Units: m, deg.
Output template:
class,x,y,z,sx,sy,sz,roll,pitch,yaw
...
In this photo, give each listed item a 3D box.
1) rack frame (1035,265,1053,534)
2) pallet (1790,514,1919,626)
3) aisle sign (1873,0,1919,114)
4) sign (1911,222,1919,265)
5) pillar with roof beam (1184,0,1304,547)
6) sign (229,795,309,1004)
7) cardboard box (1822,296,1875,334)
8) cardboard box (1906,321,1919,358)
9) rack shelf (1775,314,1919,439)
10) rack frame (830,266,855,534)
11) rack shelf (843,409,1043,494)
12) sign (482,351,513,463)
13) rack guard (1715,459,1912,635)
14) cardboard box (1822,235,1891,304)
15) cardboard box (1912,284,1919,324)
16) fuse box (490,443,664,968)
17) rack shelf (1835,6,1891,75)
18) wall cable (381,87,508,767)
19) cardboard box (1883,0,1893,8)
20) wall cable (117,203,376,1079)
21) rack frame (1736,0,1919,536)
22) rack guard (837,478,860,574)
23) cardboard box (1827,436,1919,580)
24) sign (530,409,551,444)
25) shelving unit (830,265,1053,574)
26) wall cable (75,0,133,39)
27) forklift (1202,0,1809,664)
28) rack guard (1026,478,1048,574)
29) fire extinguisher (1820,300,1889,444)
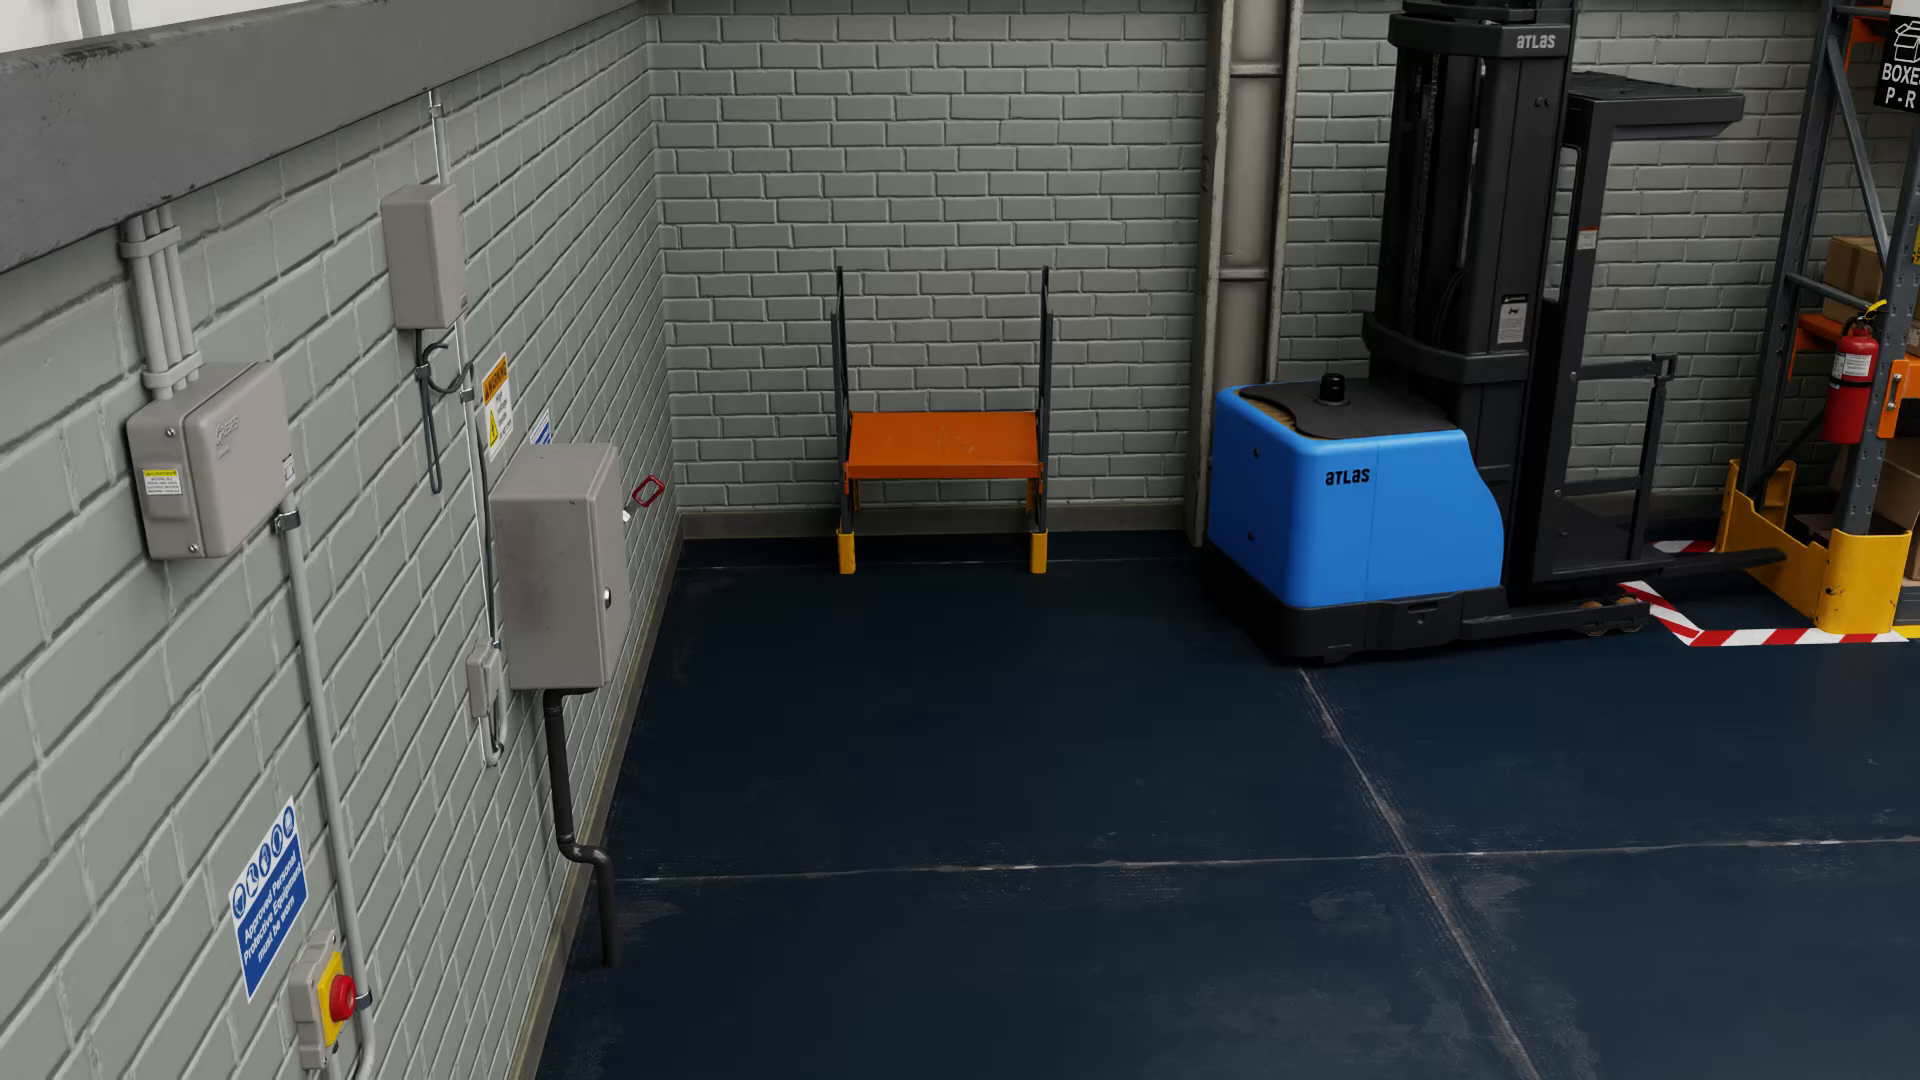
class,x,y,z,sx,sy,sz,roll,pitch,yaw
rack frame,0.424,-0.604,8.451,0.032,1.500,0.500,0,36,0
pallet,5.071,0.127,8.492,1.213,0.211,1.003,-1,21,-3
aisle sign,4.147,-2.268,7.208,0.004,0.787,0.394,-1,21,-3
sign,4.230,-1.370,7.288,0.005,0.325,0.100,-1,21,-3
pillar with roof beam,1.701,-2.698,3.561,0.400,9.000,9.100,-1,21,-3
sign,-1.201,0.620,2.898,0.001,0.218,0.327,-1,21,-3
cardboard box,4.514,-1.143,8.261,0.250,0.149,0.380,-1,21,-4
cardboard box,4.543,-0.950,7.754,0.250,0.149,0.380,-1,21,-3
rack shelf,6.196,-0.863,8.183,4.000,0.370,1.077,-1,21,-3
rack frame,-0.593,-0.602,8.450,0.032,1.500,0.500,0,36,0
rack shelf,-0.084,-0.458,8.557,1.000,0.185,0.538,0,36,0
sign,-1.320,-0.384,4.753,0.001,0.242,0.339,-1,21,-3
rack guard,4.275,0.008,8.397,0.348,0.500,1.175,-1,21,-3
cardboard box,4.643,-1.331,8.194,0.500,0.250,0.500,-1,21,-1
cardboard box,4.667,-1.141,7.695,0.500,0.250,0.500,-1,21,-3
fuse box,-1.117,0.580,5.192,0.414,1.711,0.539,-1,21,-3
rack shelf,6.196,-2.265,7.649,4.000,0.370,1.077,-1,21,-3
wall cable,-1.235,-0.251,4.136,0.122,1.984,0.588,-1,21,-3
cardboard box,4.505,-2.532,7.692,0.250,0.149,0.380,-1,21,-2
wall cable,-1.142,0.238,2.808,0.123,1.953,0.585,-1,21,-3
rack frame,4.199,-1.159,7.948,0.127,3.000,1.000,-1,21,-3
rack guard,-0.590,-0.097,8.818,0.087,0.250,0.587,0,36,0
cardboard box,4.815,-0.167,8.262,0.637,0.503,0.797,-2,21,-5
sign,-1.352,-0.149,5.429,0.001,0.494,0.329,-1,21,-3
shelving unit,-0.093,-0.603,8.451,1.083,1.500,0.587,0,36,0
wall cable,-1.177,-1.983,1.683,0.029,3.000,0.463,-1,21,-3
forklift,2.795,-1.083,7.847,3.031,2.935,1.130,-6,22,-14
rack guard,0.406,-0.099,8.819,0.087,0.250,0.587,0,36,0
fire extinguisher,4.078,-0.781,7.589,0.183,0.674,0.296,-1,21,-3
